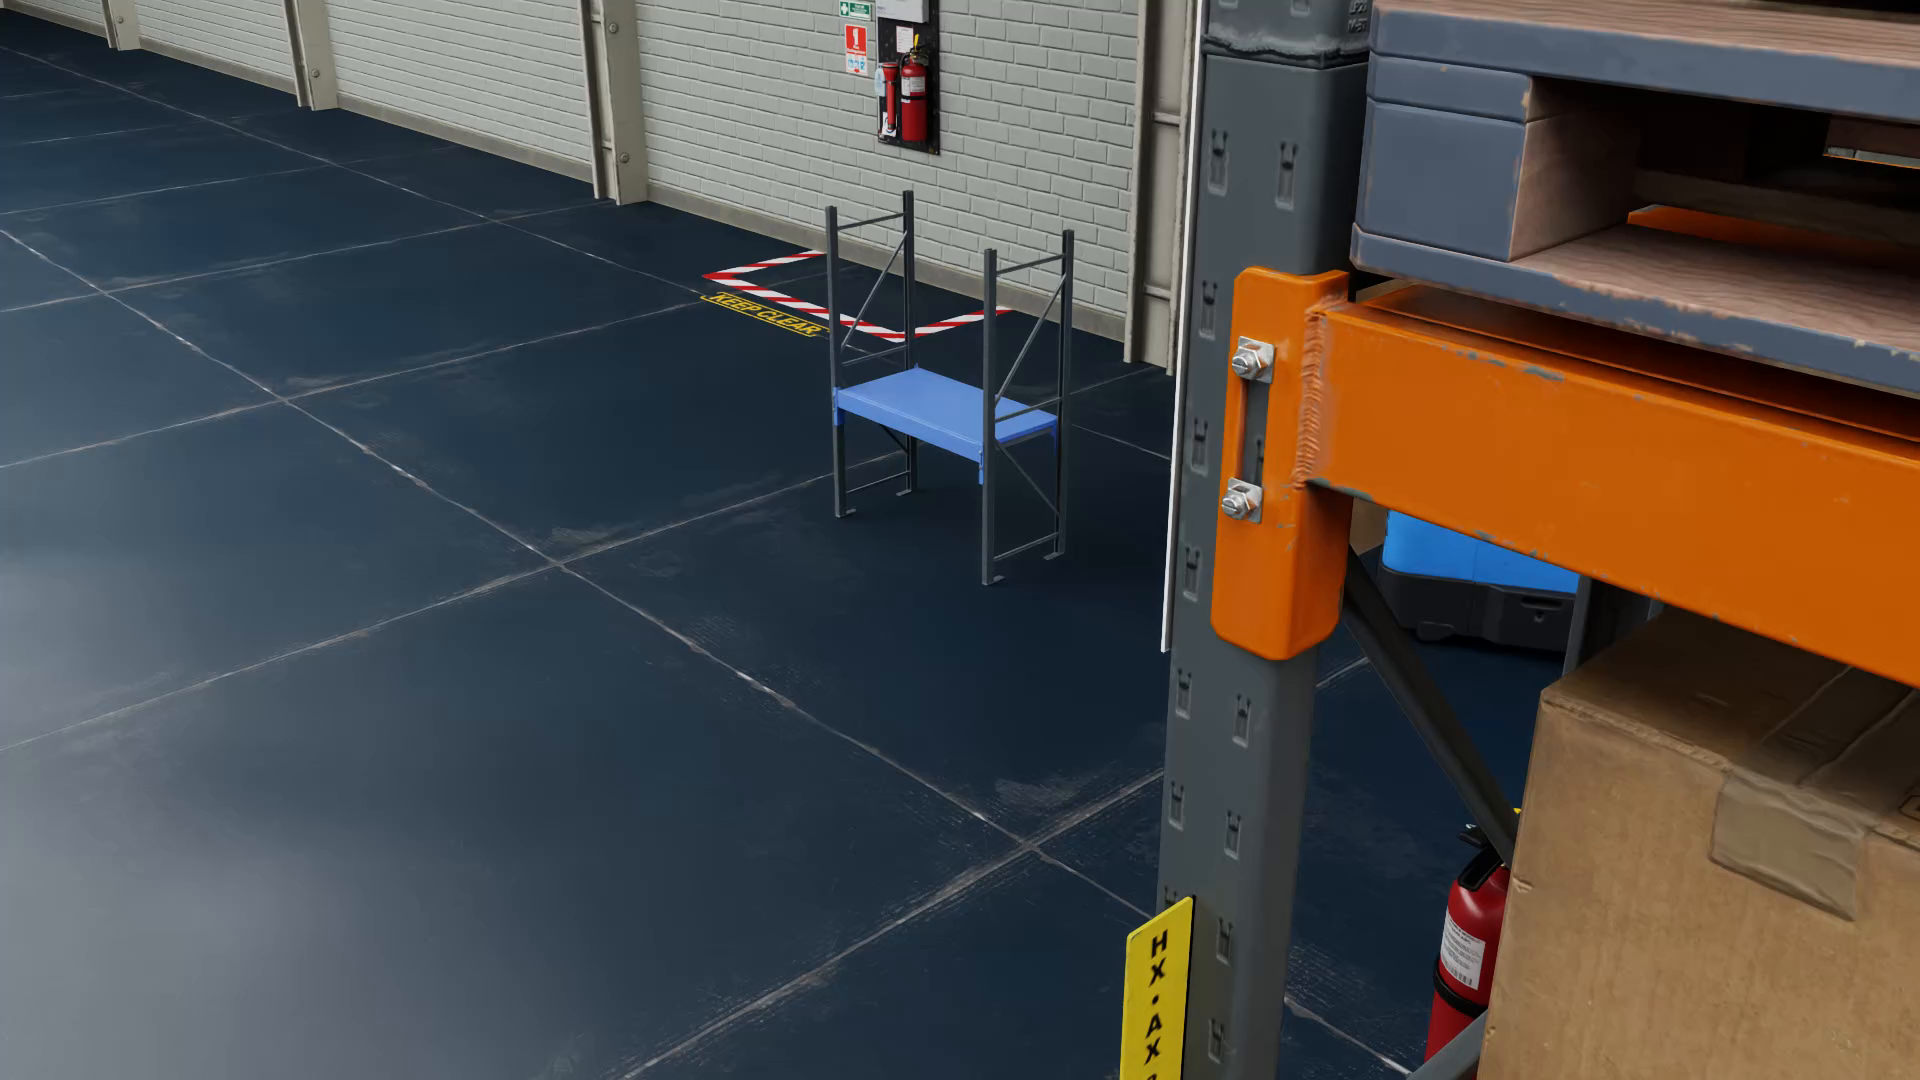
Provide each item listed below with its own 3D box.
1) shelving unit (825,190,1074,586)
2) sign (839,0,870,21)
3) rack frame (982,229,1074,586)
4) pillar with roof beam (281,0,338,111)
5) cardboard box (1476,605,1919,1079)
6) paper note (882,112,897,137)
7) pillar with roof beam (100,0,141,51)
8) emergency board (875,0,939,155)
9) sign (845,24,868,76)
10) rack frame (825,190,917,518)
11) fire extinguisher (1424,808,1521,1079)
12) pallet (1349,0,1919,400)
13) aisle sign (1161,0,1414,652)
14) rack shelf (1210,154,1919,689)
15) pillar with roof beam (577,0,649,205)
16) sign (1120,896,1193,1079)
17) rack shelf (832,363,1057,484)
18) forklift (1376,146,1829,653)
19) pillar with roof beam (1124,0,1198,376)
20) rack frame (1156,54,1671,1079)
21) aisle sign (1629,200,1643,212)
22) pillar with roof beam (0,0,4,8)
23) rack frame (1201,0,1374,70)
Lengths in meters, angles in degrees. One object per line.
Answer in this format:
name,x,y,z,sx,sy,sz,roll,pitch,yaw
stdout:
shelving unit,-0.058,-0.708,7.495,0.538,1.500,1.048,-21,32,-38
sign,-0.725,-3.651,11.458,0.001,0.109,0.331,-21,32,-38
rack frame,0.289,-0.554,7.158,0.500,1.500,0.032,-21,32,-38
pillar with roof beam,-10.103,-7.585,13.535,9.100,9.000,0.400,-21,32,-38
cardboard box,0.965,0.341,1.704,0.700,0.500,0.500,-21,32,-38
paper note,-0.490,-2.873,11.496,0.016,0.148,0.142,-21,32,-38
pillar with roof beam,-14.204,-9.403,17.519,9.100,9.000,0.400,-21,32,-38
emergency board,-0.419,-3.201,11.152,0.194,1.169,0.643,-21,32,-38
sign,-0.722,-3.414,11.576,0.001,0.329,0.234,-21,32,-38
rack frame,-0.406,-0.862,7.833,0.500,1.500,0.032,-21,32,-38
fire extinguisher,0.878,0.684,2.730,0.296,0.674,0.183,-21,32,-38
pallet,1.084,-0.287,1.257,1.003,0.211,1.213,-21,32,-38
aisle sign,0.351,-0.300,1.661,0.394,0.787,0.004,-21,32,-38
rack shelf,1.986,0.385,0.546,1.077,0.370,4.000,-21,32,-38
pillar with roof beam,-6.002,-5.767,9.550,9.100,9.000,0.400,-21,32,-38
sign,0.210,0.542,1.810,0.100,0.325,0.005,-21,32,-38
rack shelf,-0.058,-0.545,7.570,0.538,0.185,1.000,-21,32,-38
forklift,3.289,-0.954,6.309,3.031,2.935,1.130,7,25,15
pillar with roof beam,-1.901,-3.950,5.565,9.100,9.000,0.400,-21,32,-38
rack frame,0.619,0.816,2.347,1.000,3.000,0.127,-21,32,-38
aisle sign,0.789,-0.470,2.034,0.394,0.787,0.004,-21,32,-38
pillar with roof beam,-18.305,-11.221,21.504,9.100,9.000,0.400,-21,32,-38
rack frame,0.619,-1.913,1.102,1.000,3.000,0.127,-21,32,-38
